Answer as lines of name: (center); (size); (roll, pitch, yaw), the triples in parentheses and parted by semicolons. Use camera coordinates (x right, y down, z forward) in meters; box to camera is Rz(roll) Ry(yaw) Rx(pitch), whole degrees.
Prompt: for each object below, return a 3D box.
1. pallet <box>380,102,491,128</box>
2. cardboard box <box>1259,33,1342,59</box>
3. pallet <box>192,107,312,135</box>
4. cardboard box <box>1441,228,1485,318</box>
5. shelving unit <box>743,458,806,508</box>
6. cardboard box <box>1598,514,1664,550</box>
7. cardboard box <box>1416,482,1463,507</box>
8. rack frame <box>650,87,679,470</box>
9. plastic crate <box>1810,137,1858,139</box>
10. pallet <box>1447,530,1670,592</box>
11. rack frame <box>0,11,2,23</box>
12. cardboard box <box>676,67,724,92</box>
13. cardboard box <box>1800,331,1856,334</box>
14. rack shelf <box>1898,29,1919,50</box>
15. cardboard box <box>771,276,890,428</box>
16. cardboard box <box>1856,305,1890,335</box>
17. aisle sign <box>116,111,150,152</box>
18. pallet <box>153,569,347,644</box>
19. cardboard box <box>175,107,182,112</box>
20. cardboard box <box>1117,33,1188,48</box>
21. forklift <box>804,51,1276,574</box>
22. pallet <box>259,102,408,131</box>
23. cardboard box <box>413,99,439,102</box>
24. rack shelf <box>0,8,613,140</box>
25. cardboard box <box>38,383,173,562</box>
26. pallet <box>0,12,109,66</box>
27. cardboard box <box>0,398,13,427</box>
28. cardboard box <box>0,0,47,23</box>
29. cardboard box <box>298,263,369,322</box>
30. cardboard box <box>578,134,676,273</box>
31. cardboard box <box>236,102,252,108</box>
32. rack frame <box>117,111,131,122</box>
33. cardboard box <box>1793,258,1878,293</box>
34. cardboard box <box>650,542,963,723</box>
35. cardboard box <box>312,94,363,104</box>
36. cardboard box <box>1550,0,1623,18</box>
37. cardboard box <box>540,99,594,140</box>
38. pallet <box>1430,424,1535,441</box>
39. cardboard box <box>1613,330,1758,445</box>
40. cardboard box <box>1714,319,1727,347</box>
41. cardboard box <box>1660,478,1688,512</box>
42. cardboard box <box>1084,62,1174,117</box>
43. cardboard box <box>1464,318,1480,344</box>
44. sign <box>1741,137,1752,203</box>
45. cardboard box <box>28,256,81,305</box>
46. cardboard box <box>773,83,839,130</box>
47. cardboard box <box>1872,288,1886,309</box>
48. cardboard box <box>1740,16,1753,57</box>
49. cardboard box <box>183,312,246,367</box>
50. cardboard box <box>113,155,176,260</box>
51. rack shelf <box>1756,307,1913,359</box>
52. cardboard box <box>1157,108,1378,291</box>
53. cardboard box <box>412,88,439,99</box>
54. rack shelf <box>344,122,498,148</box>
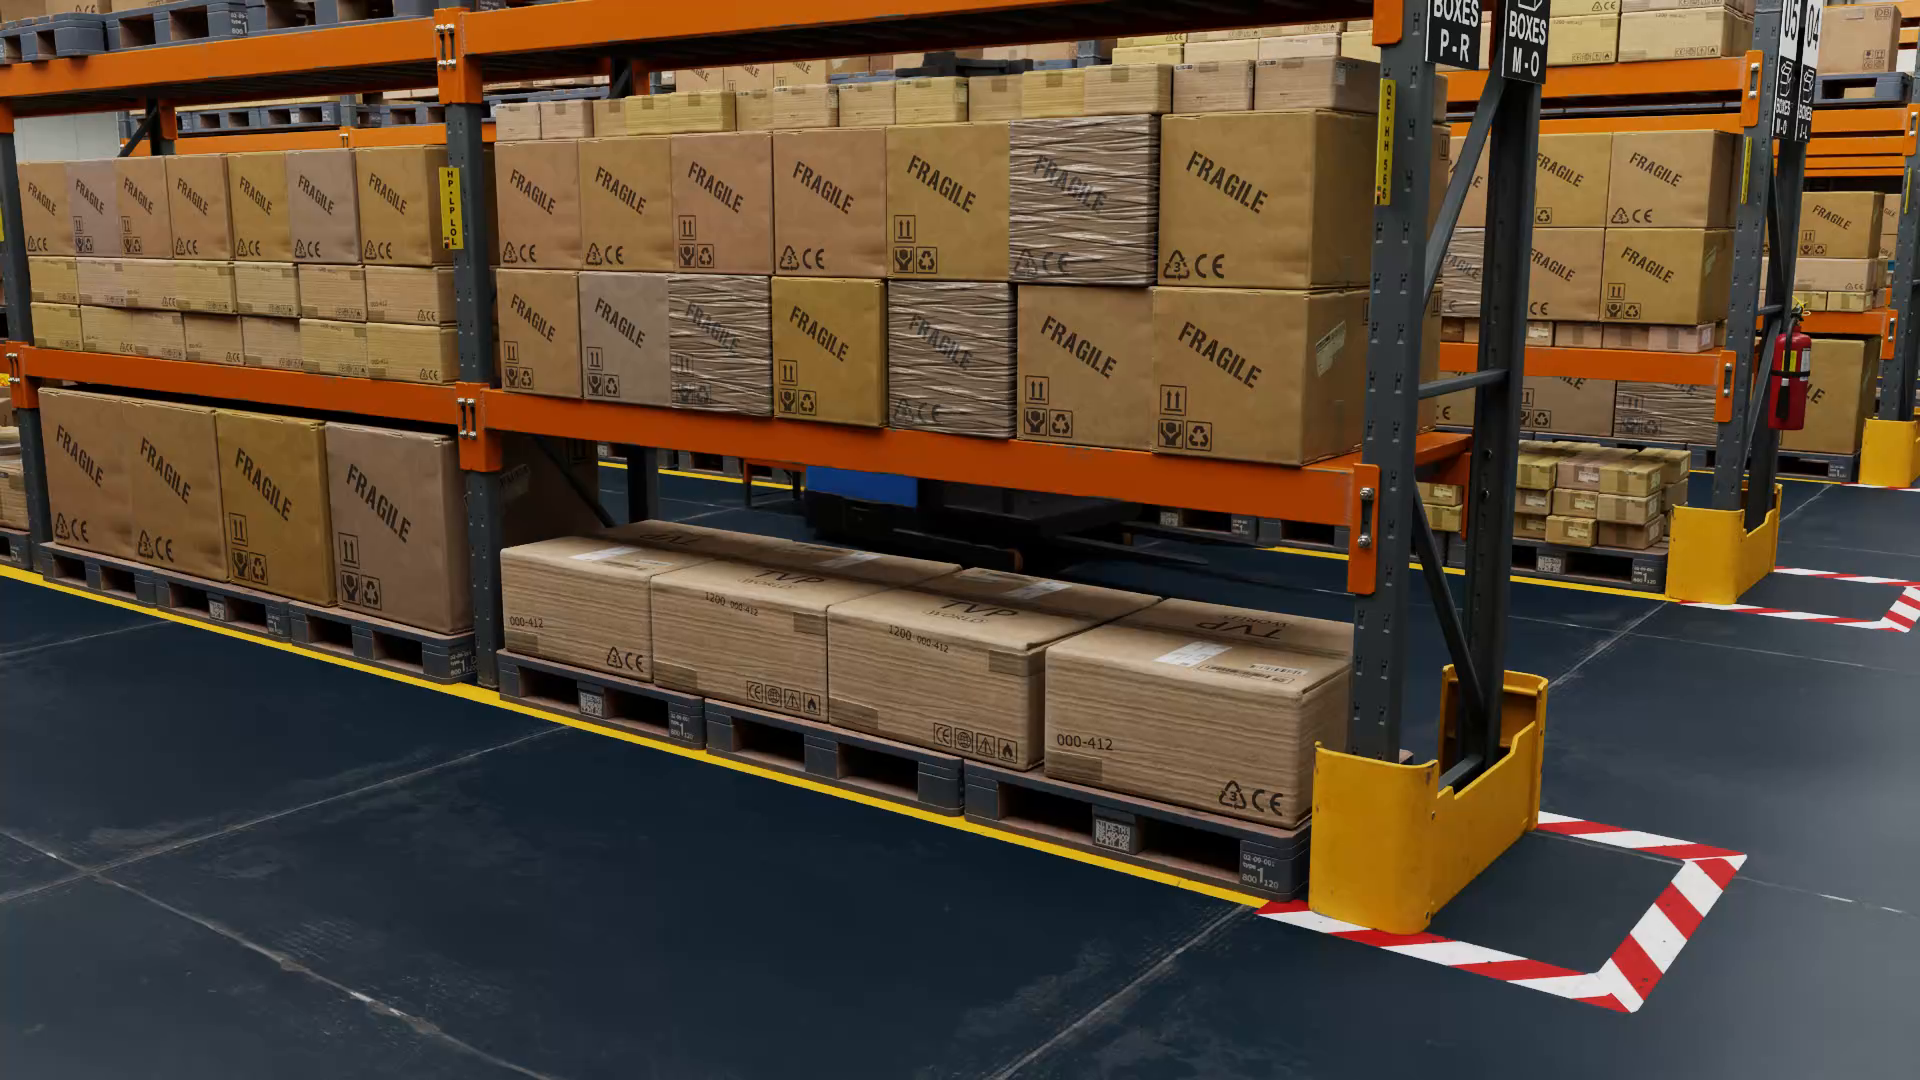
pallet: (-4.587, -3.857, 15.176); (1.217, 0.209, 0.805); (7, 13, 33)
cardboard box: (2.127, -2.865, 9.937); (0.500, 0.250, 0.500); (9, 14, 38)
pallet: (-6.988, -4.234, 16.854); (1.213, 0.211, 1.003); (8, 13, 36)
cardboard box: (2.976, -1.545, 9.573); (0.500, 0.500, 0.500); (8, 14, 36)
shelving unit: (-0.970, -0.746, 11.423); (1.048, 1.125, 0.538); (10, 15, 43)
cardboard box: (3.769, -0.059, 9.335); (0.250, 0.149, 0.380); (8, 14, 36)
cardboard box: (2.877, -0.307, 9.838); (0.250, 0.149, 0.380); (8, 14, 36)
rack frame: (-2.132, -2.124, 13.612); (0.127, 3.000, 1.000); (8, 13, 36)
plastic crate: (9.197, -4.387, 17.575); (0.767, 0.338, 0.504); (8, 13, 36)
pallet: (3.621, 0.039, 9.772); (1.213, 0.211, 1.003); (8, 13, 36)
rack frame: (-4.980, -4.300, 9.067); (0.127, 3.000, 1.000); (8, 13, 36)
cardboard box: (-1.829, -3.541, 12.775); (0.500, 0.500, 0.500); (8, 13, 36)
cardboard box: (11.494, -2.719, 22.099); (0.637, 0.503, 0.797); (8, 13, 36)
rack shelf: (11.588, -6.304, 21.328); (4.000, 0.370, 1.077); (8, 13, 36)
cardboard box: (-0.317, -0.690, 5.933); (0.500, 0.500, 0.500); (8, 14, 37)
cardboard box: (14.263, -3.462, 26.000); (0.500, 0.500, 0.700); (8, 14, 37)
aisle sign: (-8.814, -4.262, 17.818); (0.004, 0.787, 0.394); (8, 13, 36)
pallet: (-3.410, 0.251, 8.674); (1.213, 0.211, 1.003); (8, 13, 36)
cardboard box: (-7.881, -4.455, 17.058); (0.250, 0.149, 0.380); (8, 14, 36)
cardboard box: (1.338, -3.228, 10.500); (0.500, 0.250, 0.500); (9, 14, 37)
forklift: (0.419, -1.339, 9.733); (3.031, 2.935, 1.130); (10, 15, 43)
pallet: (-6.009, -4.097, 16.144); (1.213, 0.211, 1.003); (8, 13, 36)
cardboard box: (-4.692, -4.173, 15.333); (0.500, 0.250, 0.500); (8, 14, 36)
rack shelf: (-3.368, -2.250, 8.258); (4.000, 0.370, 1.077); (8, 13, 36)
cardboard box: (-4.473, -0.428, 9.331); (0.875, 0.875, 0.875); (8, 13, 35)
pallet: (-4.430, -2.671, 9.037); (1.003, 0.211, 1.213); (9, 14, 38)
cardboard box: (-8.262, -0.907, 13.898); (0.500, 0.500, 0.500); (-3, 11, -13)
cardboard box: (-5.738, -2.985, 9.901); (0.500, 0.500, 0.700); (8, 13, 36)
cardboard box: (-2.663, -1.145, 7.627); (0.500, 0.250, 0.500); (8, 14, 37)
cardboard box: (-1.112, -1.297, 6.441); (0.500, 0.500, 0.500); (8, 13, 35)
cardboard box: (-6.866, -4.313, 16.324); (0.250, 0.149, 0.380); (8, 13, 35)
rack frame: (-8.580, -5.969, 17.692); (0.127, 3.000, 1.000); (8, 13, 36)
cardboard box: (6.786, -2.059, 12.887); (0.500, 0.250, 0.500); (8, 13, 35)
cardboard box: (-0.592, 0.334, 6.546); (0.875, 0.438, 0.875); (7, 13, 34)
cardboard box: (-5.839, -4.171, 15.585); (0.250, 0.149, 0.380); (8, 13, 35)
cardboard box: (3.382, -2.939, 9.008); (0.500, 0.250, 0.500); (8, 13, 34)
cardboard box: (-1.439, -1.662, 6.621); (0.250, 0.149, 0.380); (8, 14, 36)
pallet: (4.676, -0.956, 14.915); (1.213, 0.211, 1.003); (8, 13, 36)
cardboard box: (6.037, -1.298, 13.829); (0.875, 0.875, 0.875); (8, 13, 36)
cardboard box: (4.249, -1.188, 9.435); (0.250, 0.149, 0.380); (8, 13, 35)
cardboard box: (4.046, -0.276, 9.674); (0.250, 0.149, 0.380); (9, 14, 38)
cardboard box: (0.583, -1.365, 5.083); (0.250, 0.149, 0.380); (8, 13, 35)
cardboard box: (3.083, -1.214, 9.567); (0.250, 0.149, 0.380); (7, 13, 33)
sign: (3.972, -1.866, 8.396); (0.005, 0.325, 0.100); (8, 13, 36)
cardboard box: (-4.718, -1.432, 9.113); (0.500, 0.250, 0.500); (8, 13, 35)
cardboard box: (-0.439, -1.514, 5.857); (0.250, 0.149, 0.380); (8, 14, 36)
cardboard box: (7.243, -1.940, 13.321); (0.250, 0.149, 0.380); (8, 14, 36)
cardboard box: (4.106, -2.713, 9.156); (0.500, 0.250, 0.500); (9, 14, 38)
cardboard box: (-3.491, -1.018, 8.289); (0.500, 0.250, 0.500); (8, 13, 36)
cardboard box: (-3.914, -1.687, 8.458); (0.500, 0.500, 0.500); (8, 14, 37)
rack shelf: (5.722, -1.844, 14.060); (4.000, 0.370, 1.077); (8, 13, 36)
cardboard box: (0.938, -1.013, 4.975); (0.500, 0.500, 0.500); (9, 14, 37)
cardboard box: (-4.667, -4.024, 14.827); (0.380, 0.149, 0.250); (8, 13, 36)
rack shelf: (-3.744, -3.469, 14.558); (4.000, 0.370, 1.077); (8, 13, 36)
